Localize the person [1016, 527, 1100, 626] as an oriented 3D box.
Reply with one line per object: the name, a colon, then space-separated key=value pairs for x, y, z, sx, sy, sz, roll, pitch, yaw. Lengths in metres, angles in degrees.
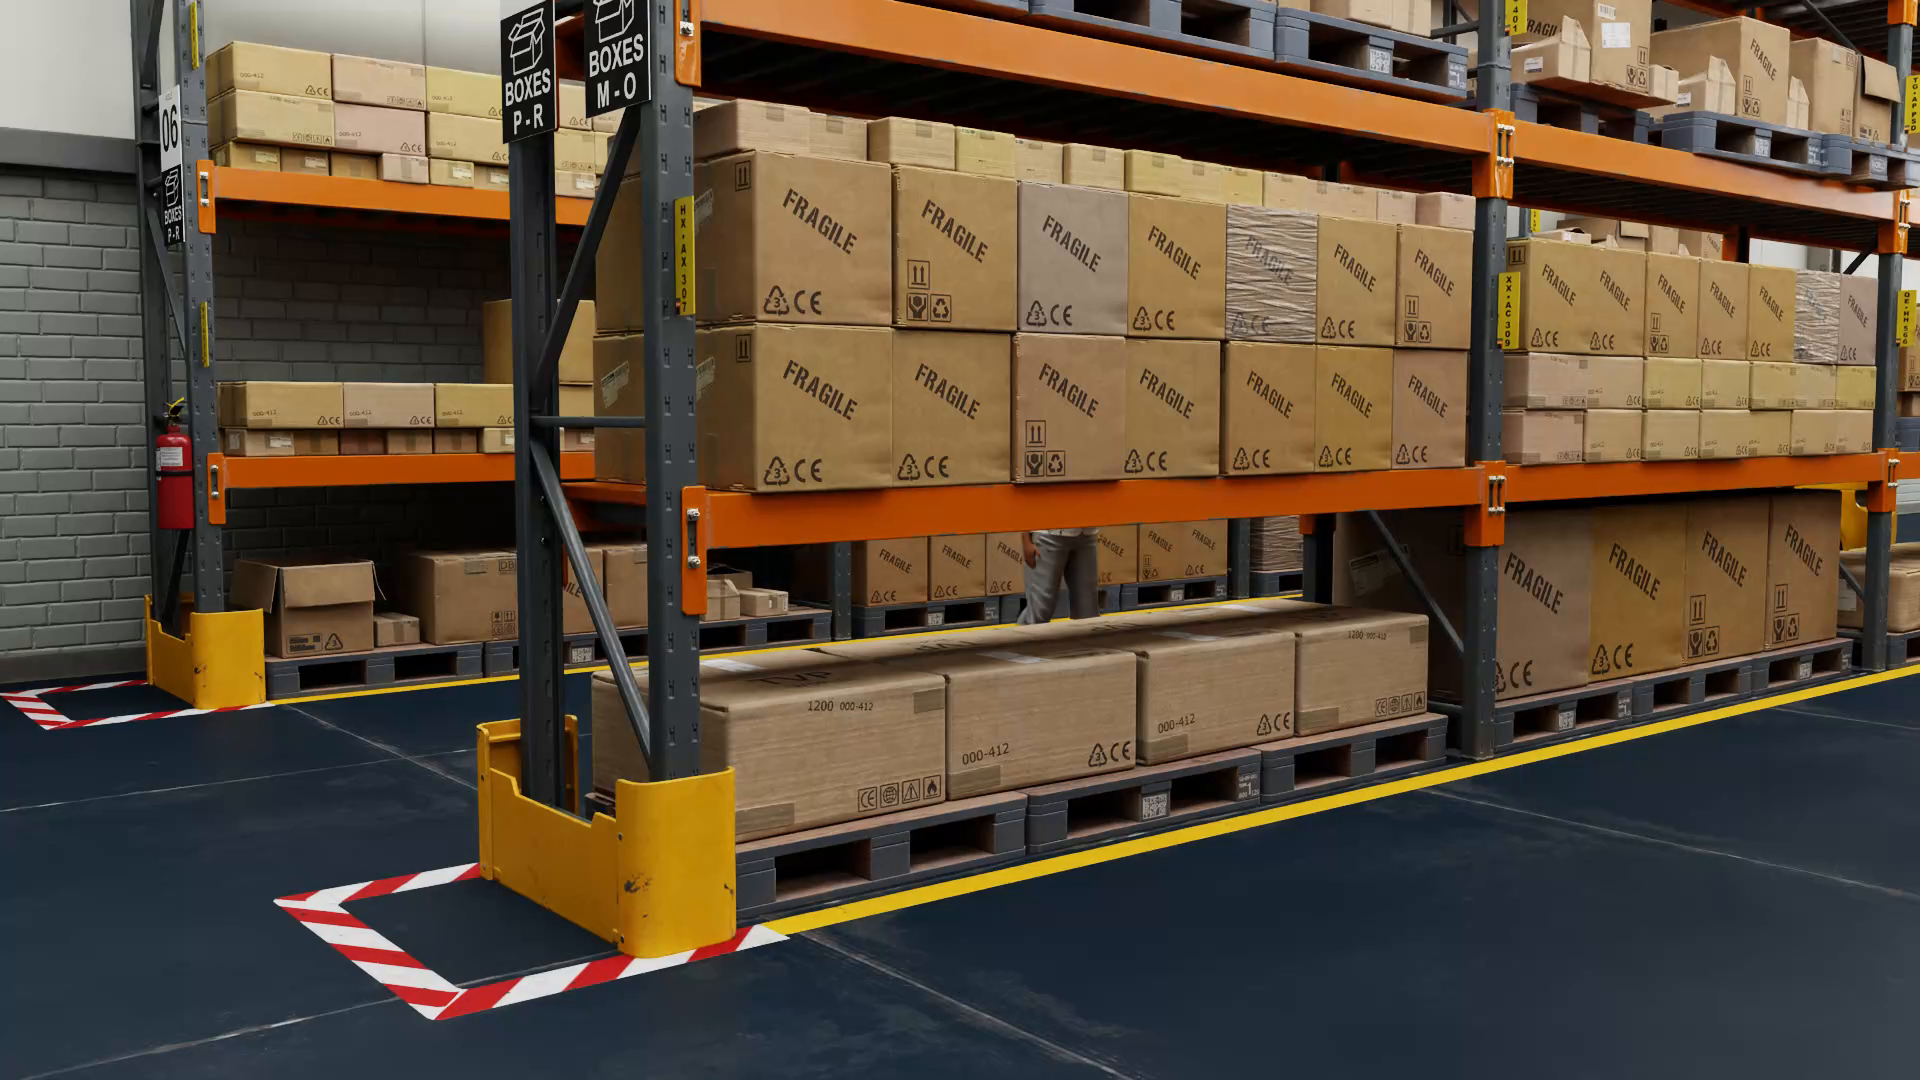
person: x=0.559 y=0.011 z=9.076 sx=0.491 sy=1.671 sz=0.597 roll=-3 pitch=5 yaw=-37
